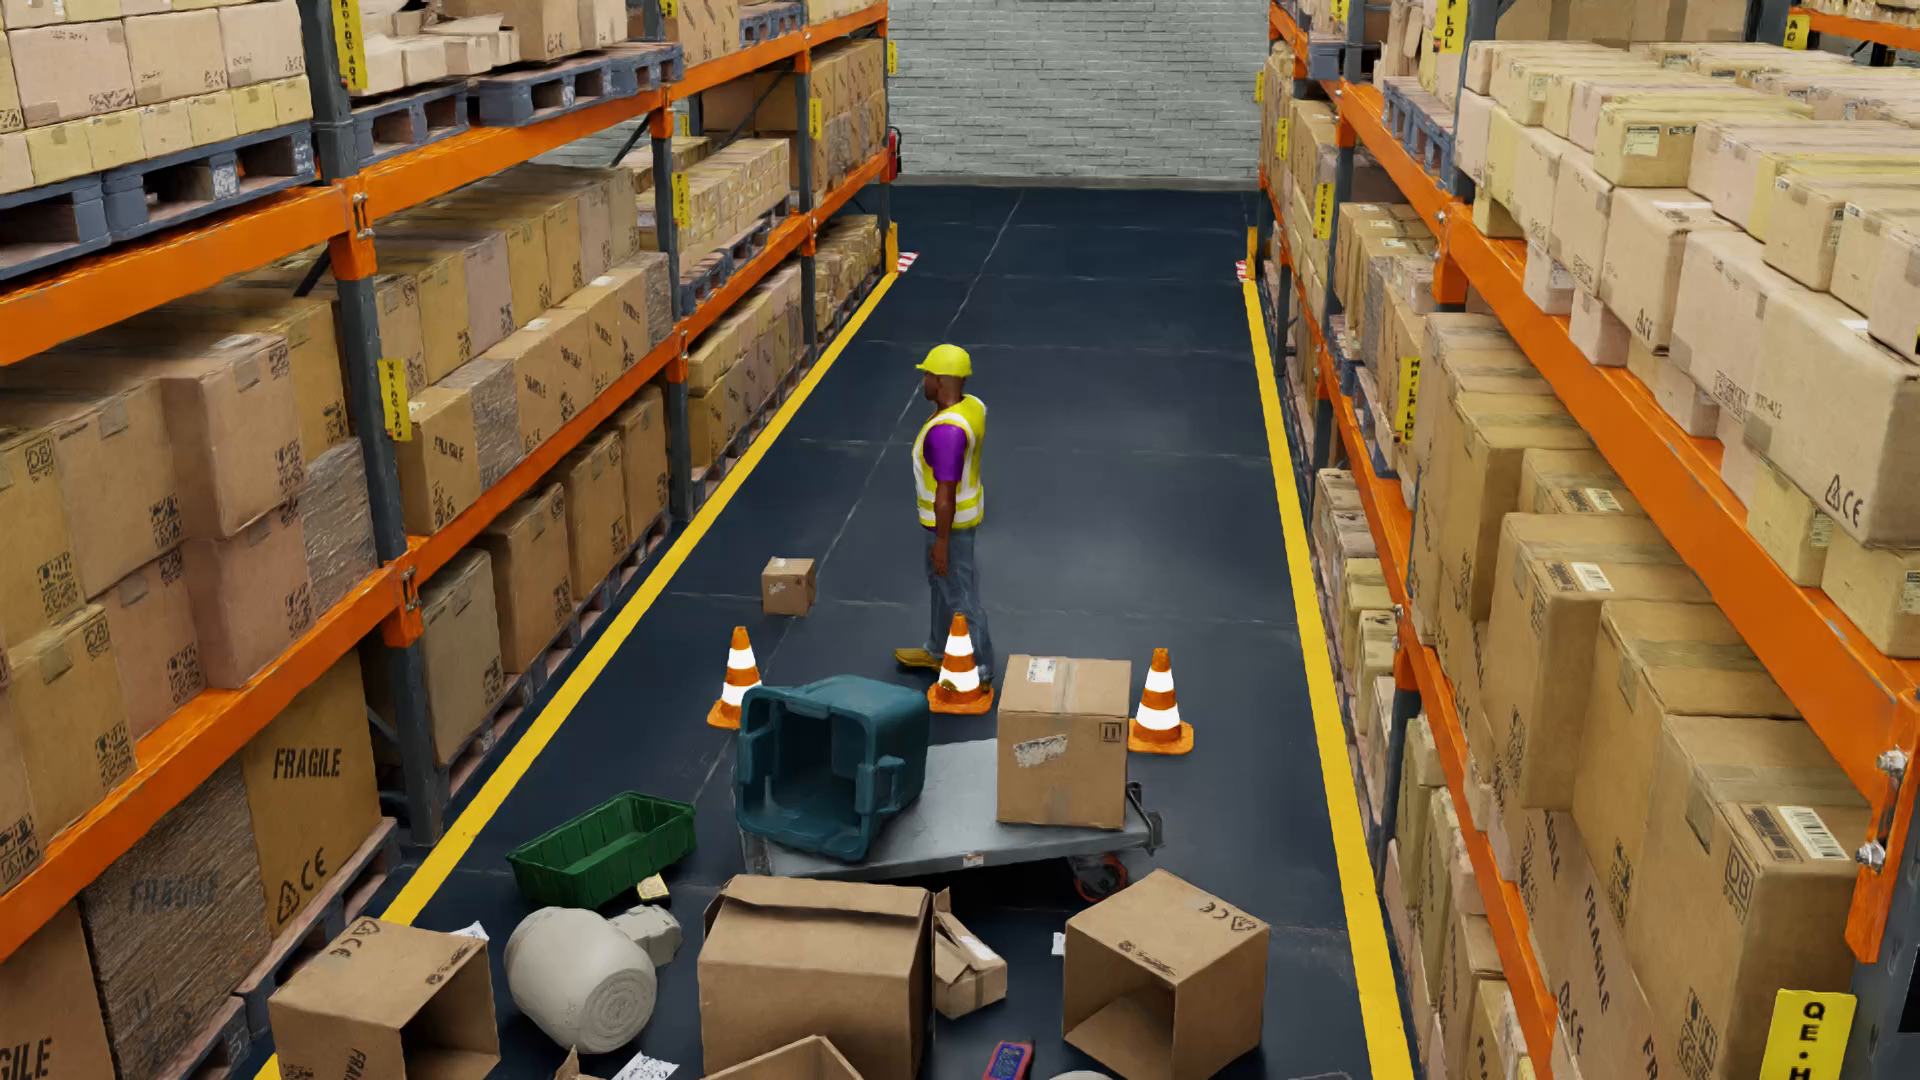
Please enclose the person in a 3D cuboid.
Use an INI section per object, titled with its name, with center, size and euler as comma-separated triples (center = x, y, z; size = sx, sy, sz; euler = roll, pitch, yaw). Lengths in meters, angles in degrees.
[person]
center = -0.087, -0.117, 8.316
size = 0.567, 1.769, 0.732
euler = 3, 21, 8
